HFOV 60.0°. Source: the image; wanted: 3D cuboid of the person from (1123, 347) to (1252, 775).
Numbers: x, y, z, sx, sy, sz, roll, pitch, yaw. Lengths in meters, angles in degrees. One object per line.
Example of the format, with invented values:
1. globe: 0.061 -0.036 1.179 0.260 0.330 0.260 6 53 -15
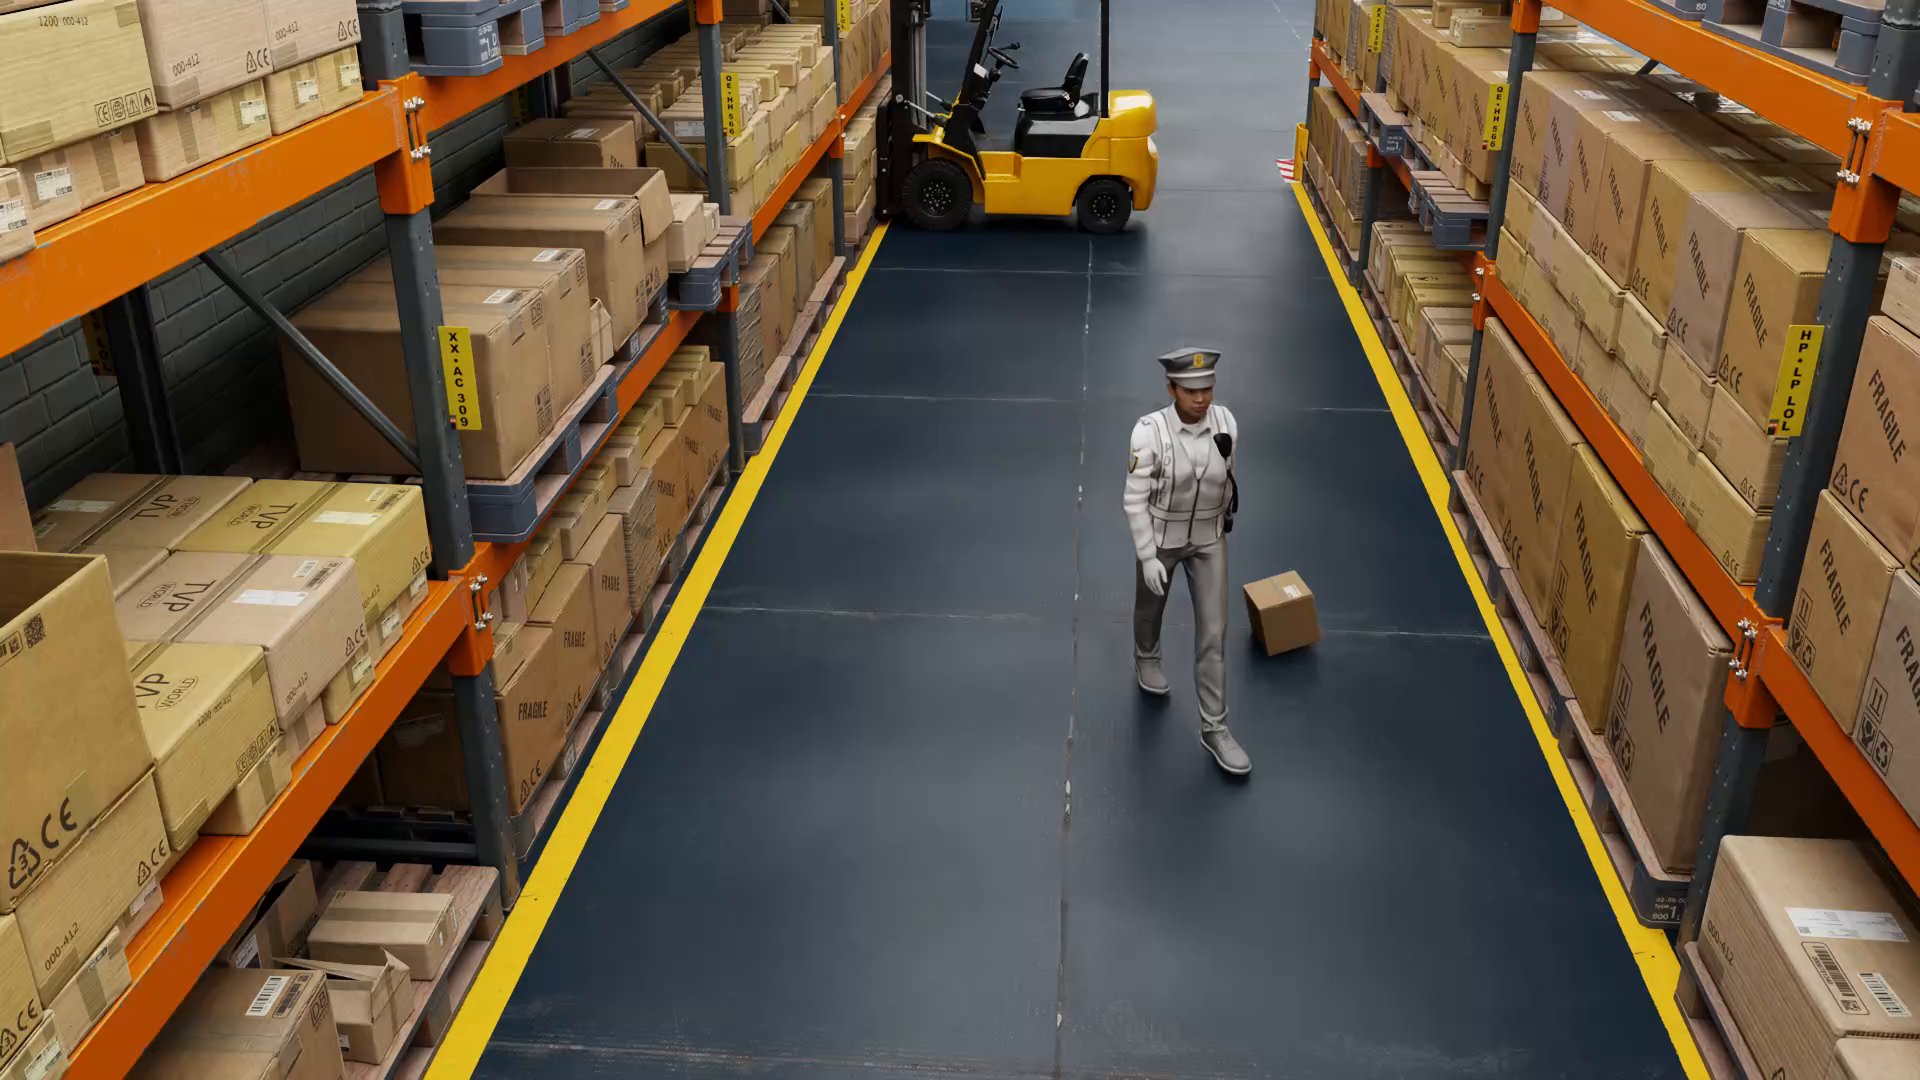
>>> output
1. person: 0.876 0.007 6.540 0.488 1.623 0.942 -3 25 -6
